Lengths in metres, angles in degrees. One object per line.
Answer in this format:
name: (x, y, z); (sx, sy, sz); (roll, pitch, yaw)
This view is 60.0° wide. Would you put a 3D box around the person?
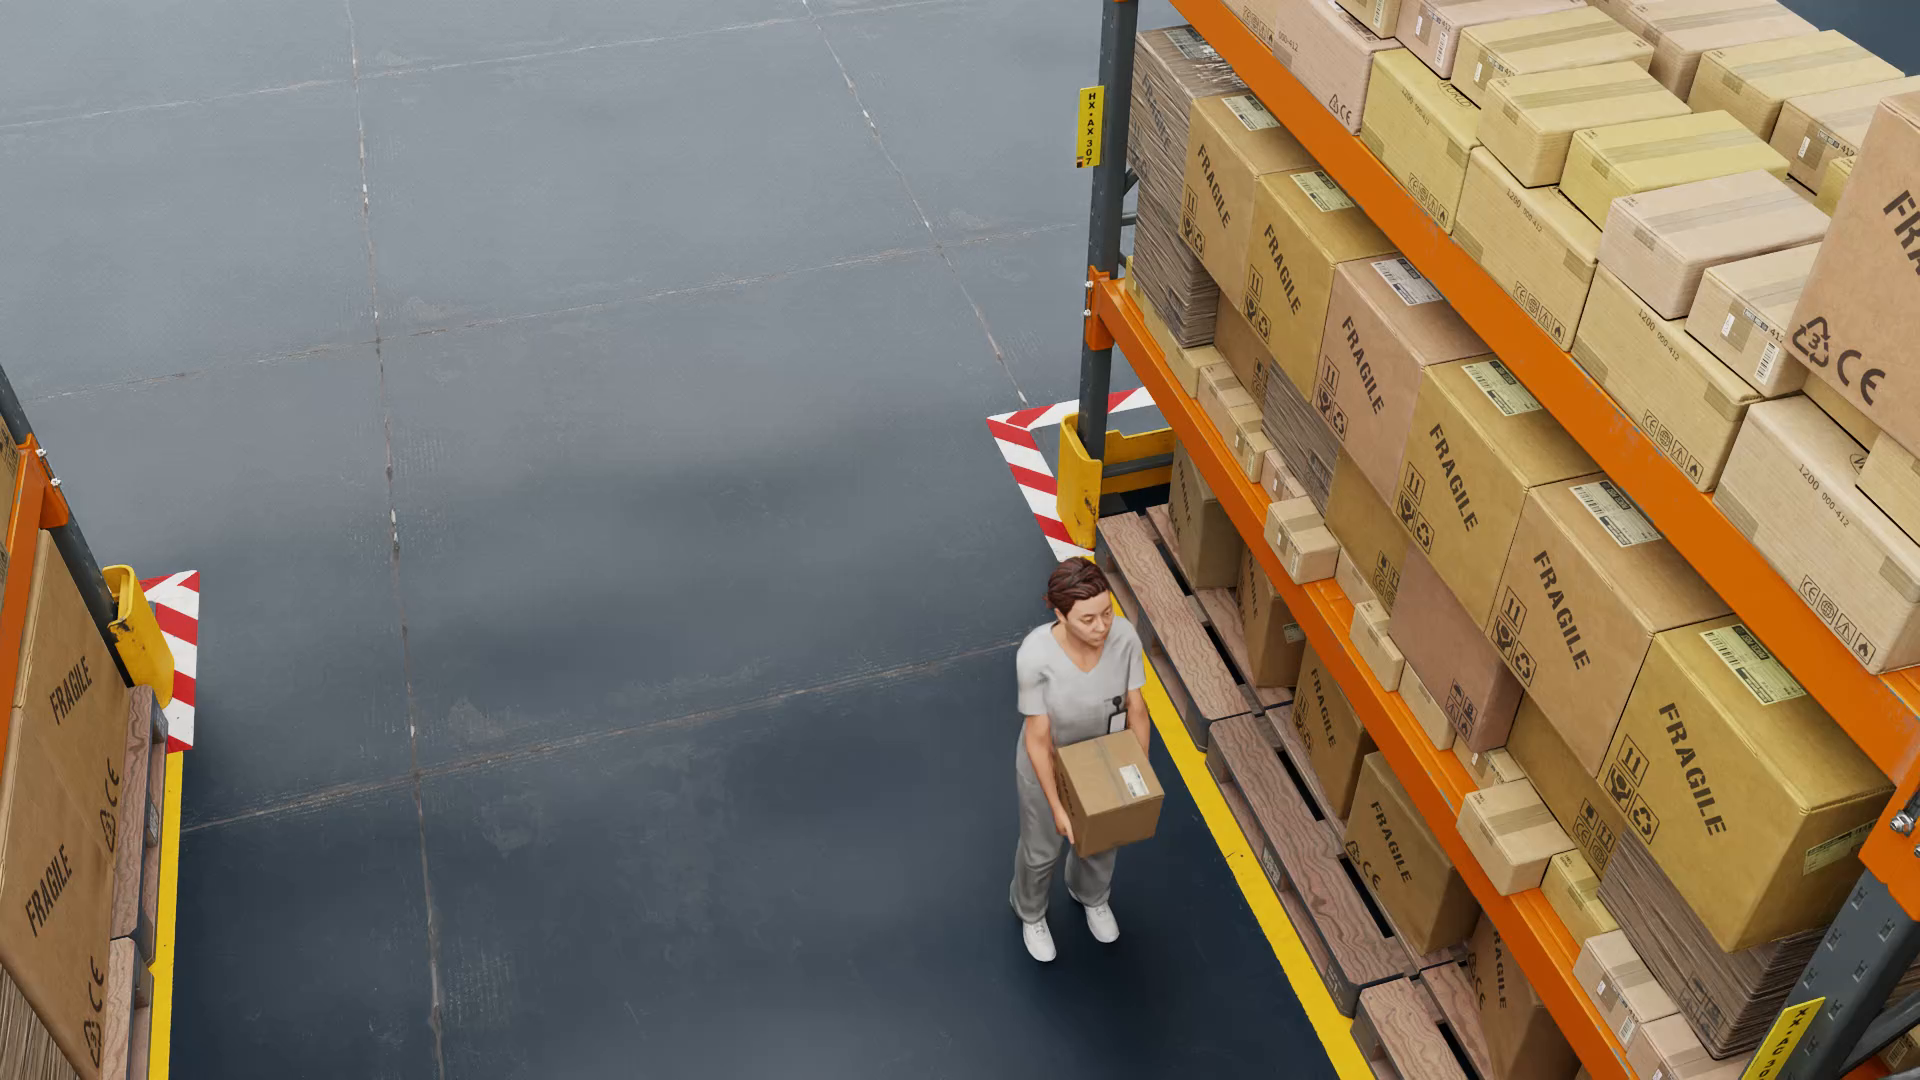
person: (0.392, 0.772, 5.325); (0.423, 1.668, 0.518); (-13, 44, -14)
